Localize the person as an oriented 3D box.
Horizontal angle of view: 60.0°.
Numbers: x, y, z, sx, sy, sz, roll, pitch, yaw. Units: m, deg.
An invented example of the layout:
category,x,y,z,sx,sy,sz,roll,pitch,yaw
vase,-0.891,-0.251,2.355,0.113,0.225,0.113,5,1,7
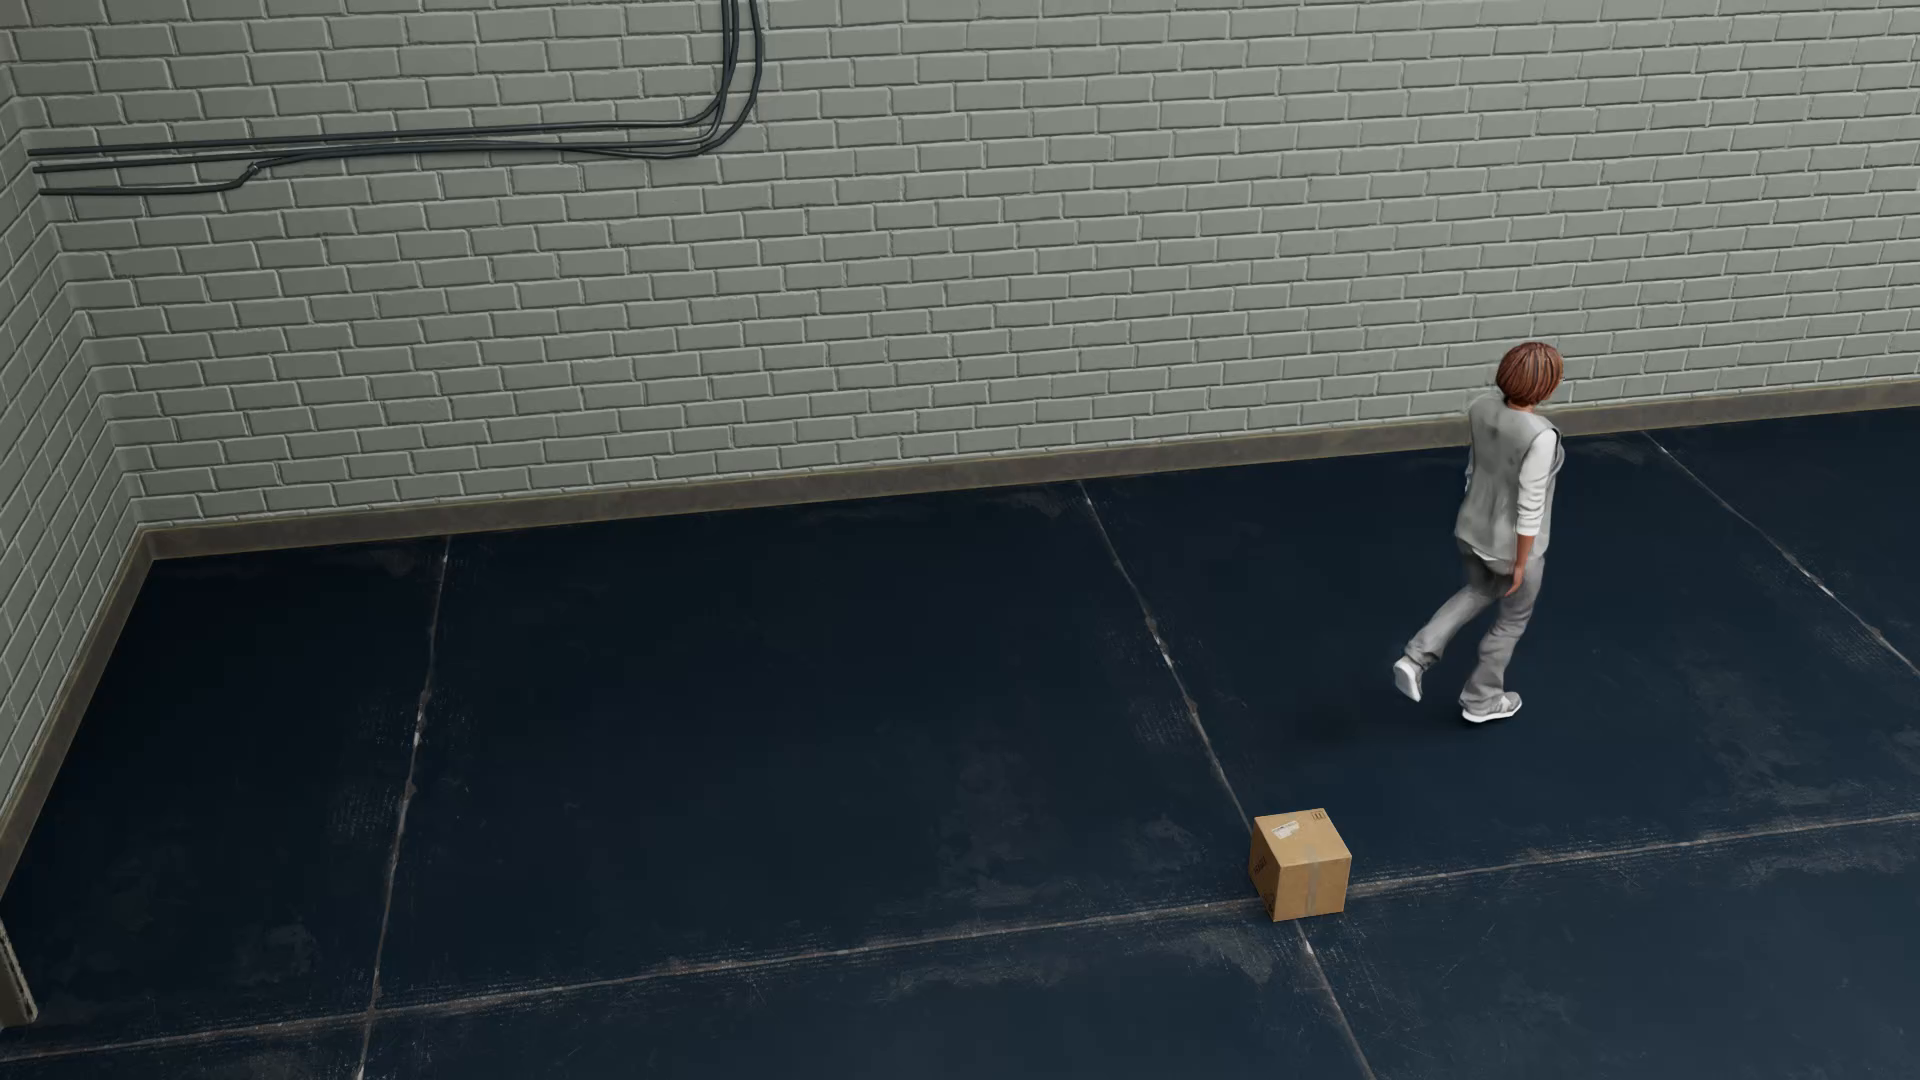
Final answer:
category,x,y,z,sx,sy,sz,roll,pitch,yaw
person,1.931,0.011,6.080,0.557,1.590,0.422,-15,34,-23
